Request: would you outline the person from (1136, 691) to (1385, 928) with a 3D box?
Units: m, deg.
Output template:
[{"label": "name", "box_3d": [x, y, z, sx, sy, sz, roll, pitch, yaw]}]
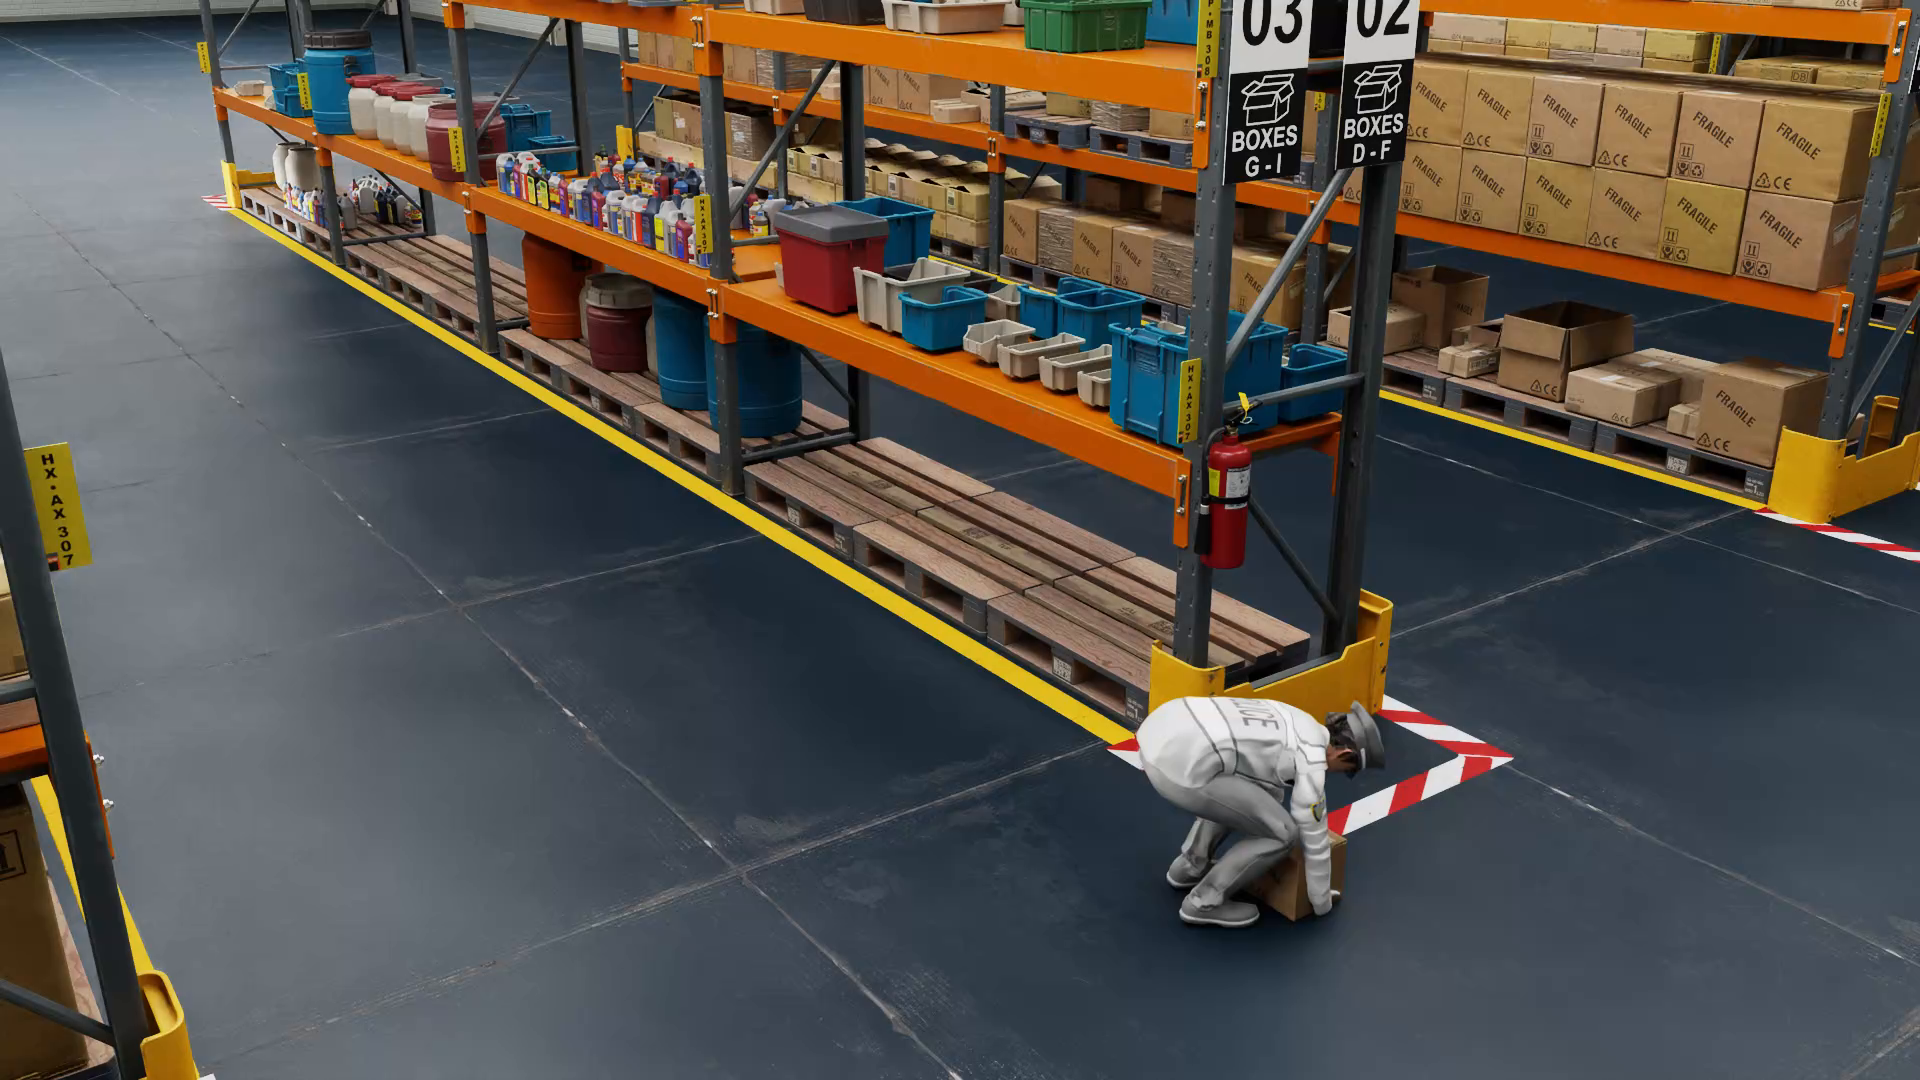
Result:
[{"label": "person", "box_3d": [1.070, 0.937, 5.908, 0.902, 0.812, 0.467, -3, 22, -7]}]
